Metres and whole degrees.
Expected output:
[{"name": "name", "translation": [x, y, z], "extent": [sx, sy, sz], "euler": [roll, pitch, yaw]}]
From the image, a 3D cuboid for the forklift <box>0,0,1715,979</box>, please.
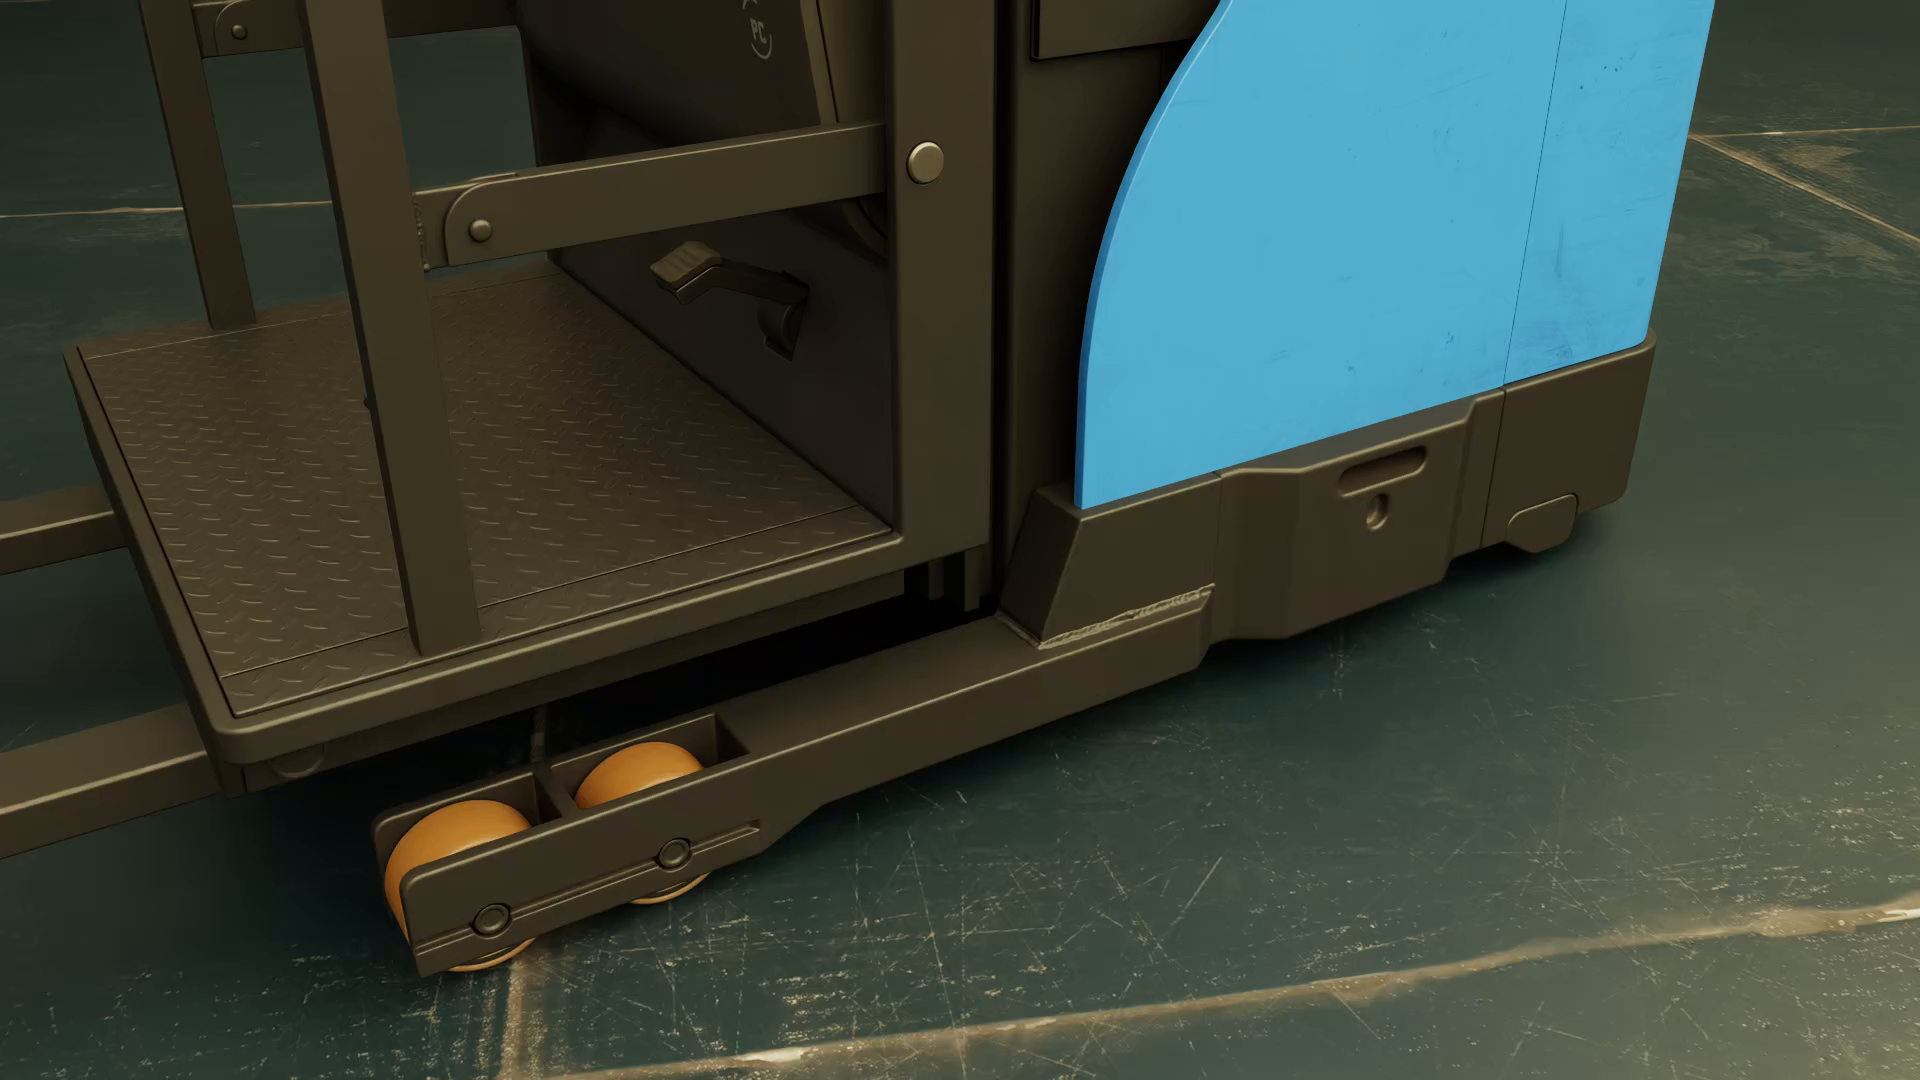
[{"name": "forklift", "translation": [-0.516, -1.144, 1.529], "extent": [3.031, 2.935, 1.130], "euler": [-16, 32, -28]}]
